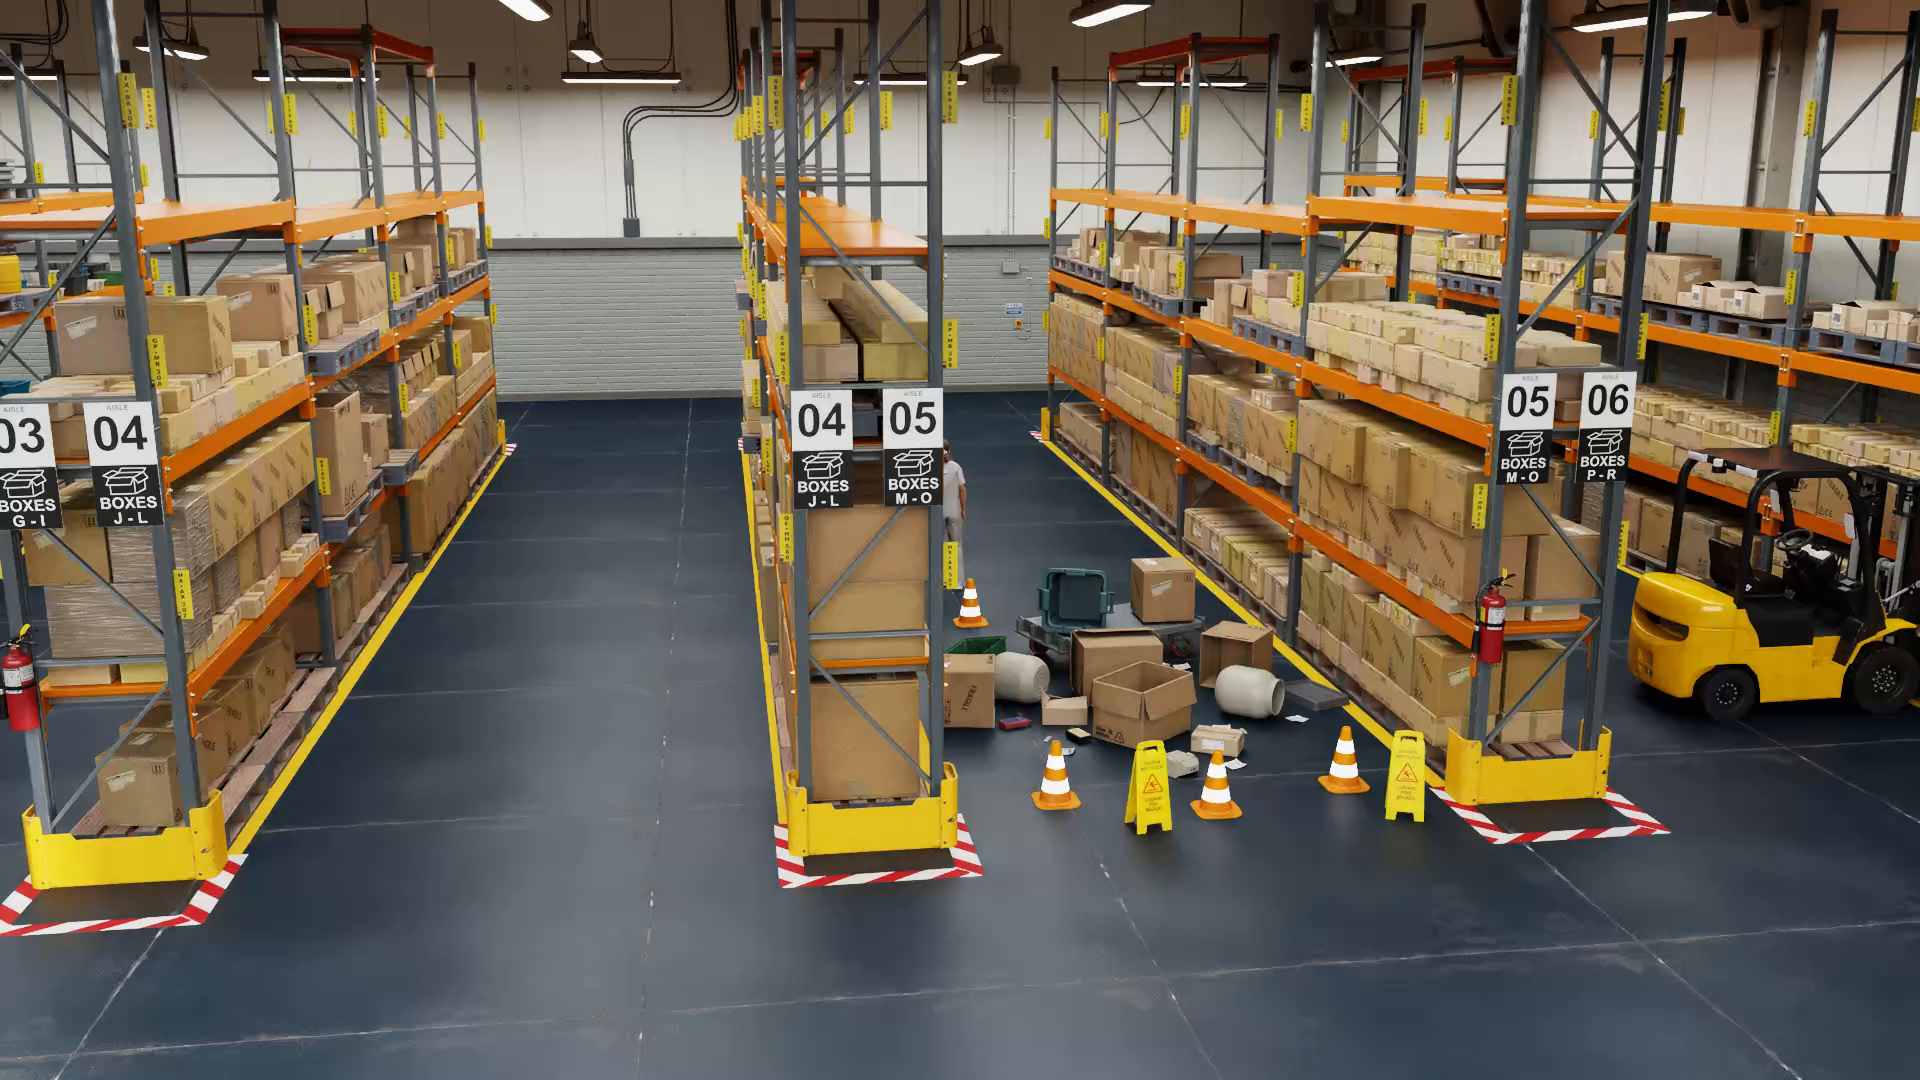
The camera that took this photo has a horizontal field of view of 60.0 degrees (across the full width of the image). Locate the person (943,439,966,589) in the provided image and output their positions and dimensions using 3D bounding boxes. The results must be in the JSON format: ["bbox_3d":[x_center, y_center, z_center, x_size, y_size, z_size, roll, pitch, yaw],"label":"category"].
[{"bbox_3d":[-0.172,-0.289,18.222,0.499,1.671,0.416,-3,14,-11],"label":"person"}]
